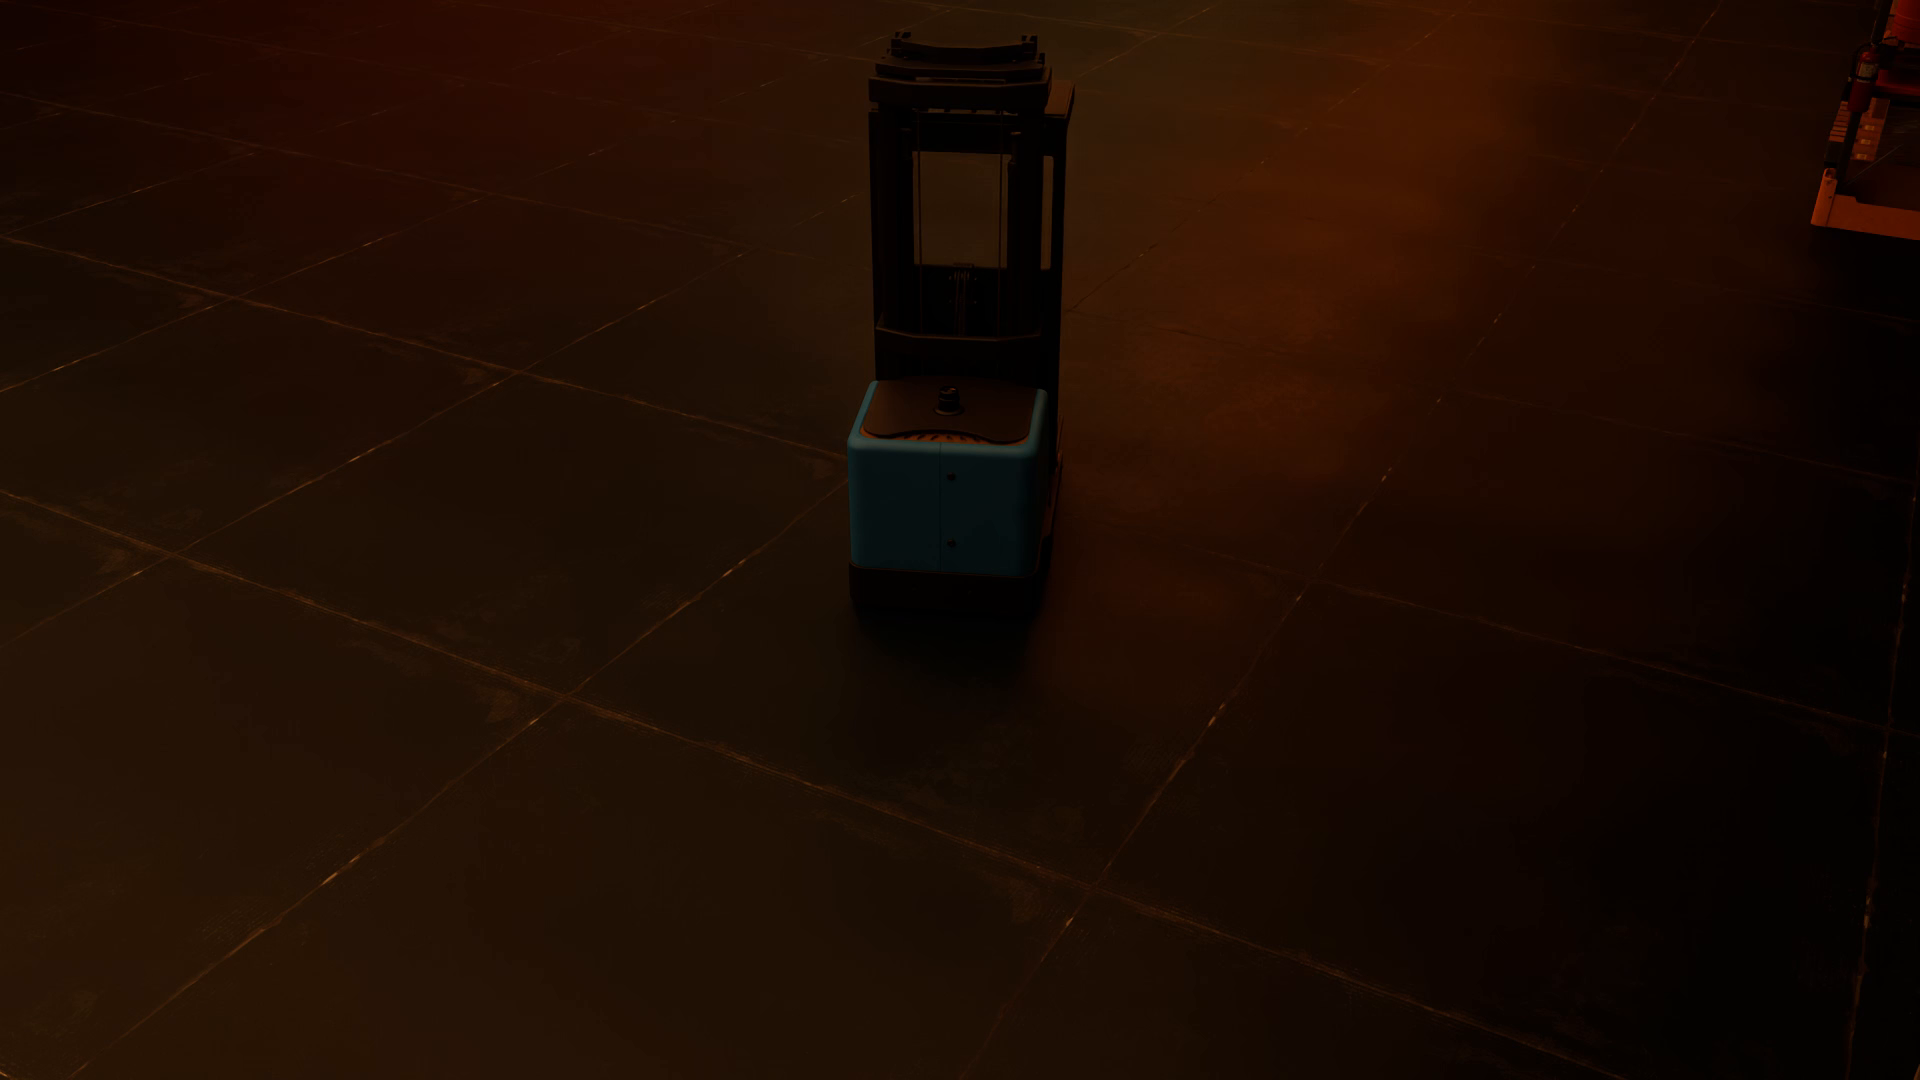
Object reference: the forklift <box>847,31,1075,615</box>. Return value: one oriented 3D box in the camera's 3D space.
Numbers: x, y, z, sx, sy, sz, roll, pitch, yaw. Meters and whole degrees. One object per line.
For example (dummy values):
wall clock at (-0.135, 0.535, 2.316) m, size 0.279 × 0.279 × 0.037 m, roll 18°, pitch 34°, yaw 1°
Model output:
forklift at (0.072, -1.572, 9.794) m, size 1.130 × 2.935 × 3.031 m, roll 3°, pitch 30°, yaw 6°
